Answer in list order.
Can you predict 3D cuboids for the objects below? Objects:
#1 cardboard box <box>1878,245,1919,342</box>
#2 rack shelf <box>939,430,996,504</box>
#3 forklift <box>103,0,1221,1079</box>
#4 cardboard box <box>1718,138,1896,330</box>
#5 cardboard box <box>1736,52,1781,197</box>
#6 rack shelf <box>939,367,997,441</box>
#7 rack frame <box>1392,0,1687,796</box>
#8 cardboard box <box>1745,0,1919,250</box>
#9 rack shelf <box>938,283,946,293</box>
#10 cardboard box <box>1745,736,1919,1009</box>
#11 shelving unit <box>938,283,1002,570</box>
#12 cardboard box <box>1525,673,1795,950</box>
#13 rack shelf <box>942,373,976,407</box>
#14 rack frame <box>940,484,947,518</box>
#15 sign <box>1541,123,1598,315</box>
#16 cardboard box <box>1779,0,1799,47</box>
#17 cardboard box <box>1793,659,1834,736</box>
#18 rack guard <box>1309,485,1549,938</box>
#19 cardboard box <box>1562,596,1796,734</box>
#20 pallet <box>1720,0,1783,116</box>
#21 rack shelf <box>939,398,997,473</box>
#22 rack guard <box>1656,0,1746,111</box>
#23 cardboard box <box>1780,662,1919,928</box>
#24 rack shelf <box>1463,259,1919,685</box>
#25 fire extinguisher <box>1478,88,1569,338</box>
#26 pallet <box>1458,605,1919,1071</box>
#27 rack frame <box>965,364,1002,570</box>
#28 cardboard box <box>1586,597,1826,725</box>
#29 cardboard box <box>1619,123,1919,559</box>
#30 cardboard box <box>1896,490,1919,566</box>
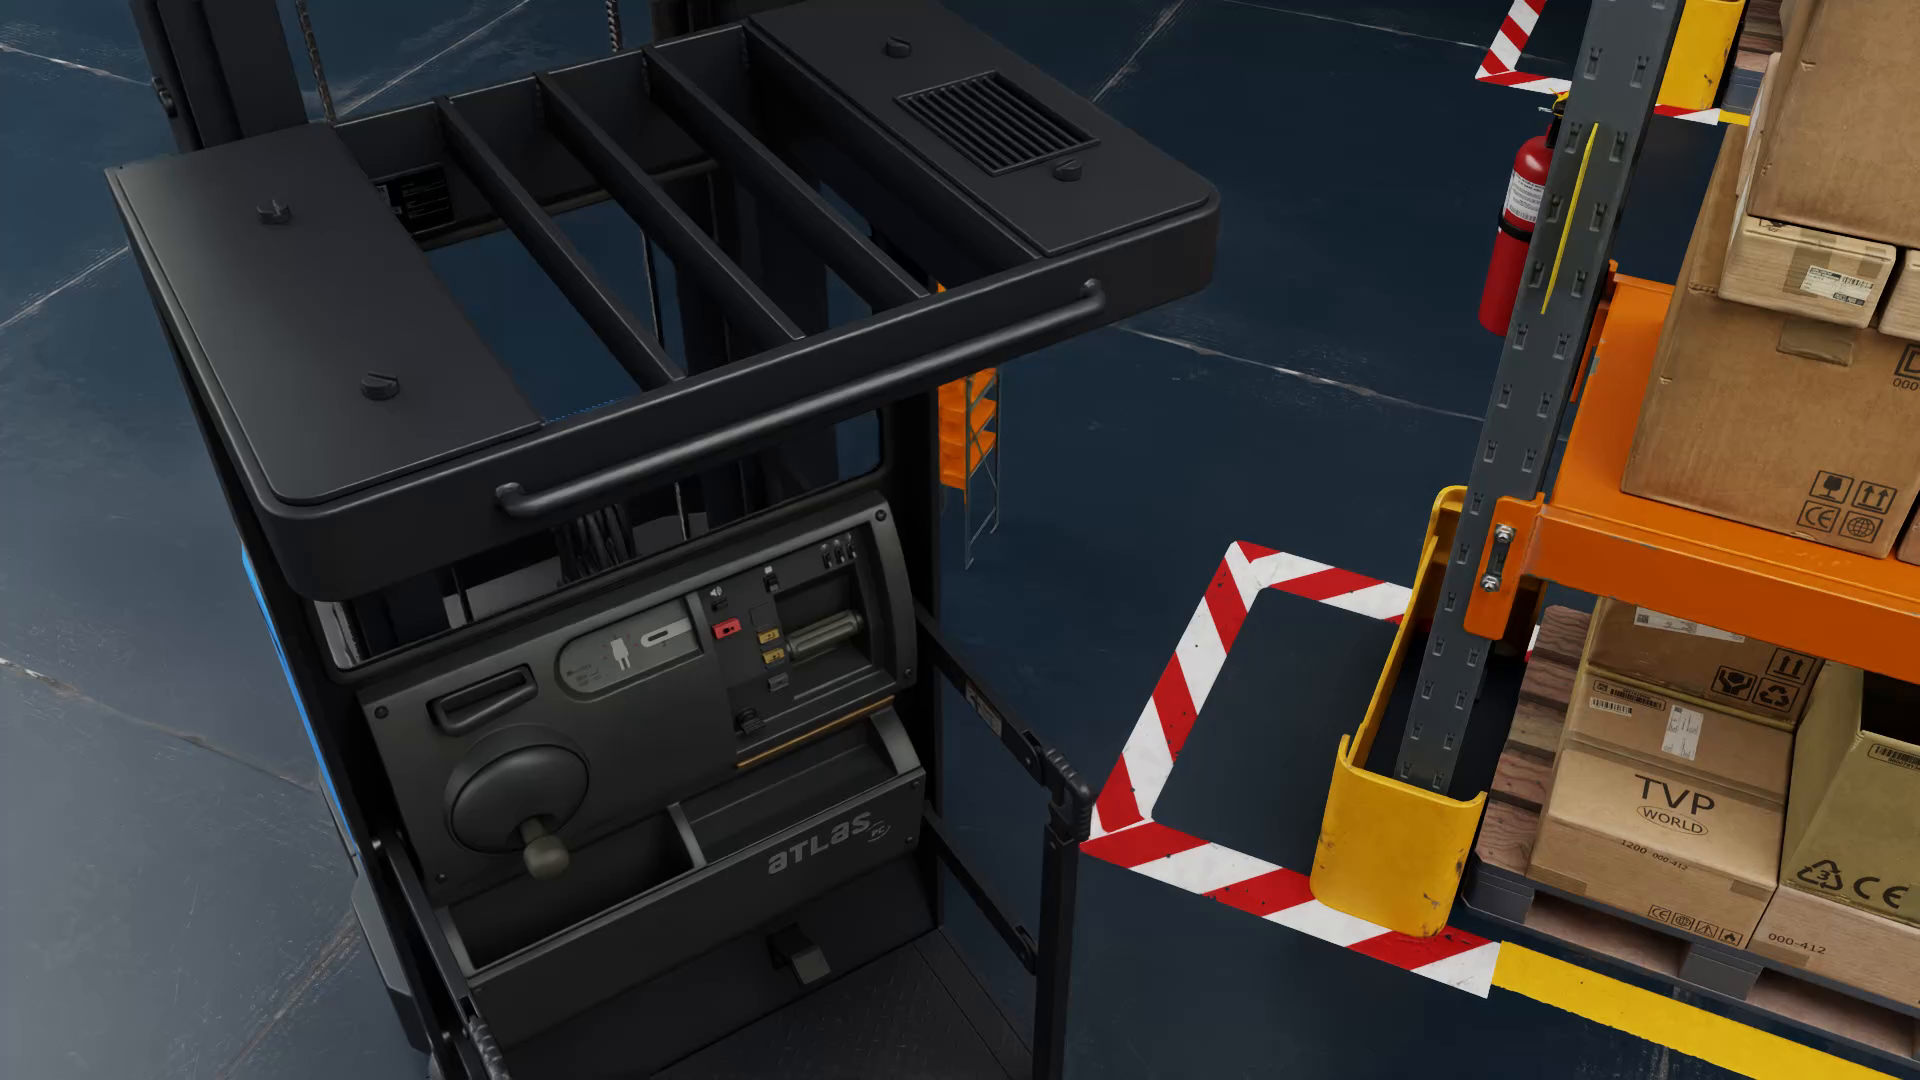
[{"bbox_3d":[1.797,-0.497,2.961,0.250,0.149,0.380,16,43,18],"label":"cardboard box"},{"bbox_3d":[-0.013,-0.242,5.048,0.180,0.103,0.258,17,44,19],"label":"rack shelf"},{"bbox_3d":[-0.385,0.321,2.642,1.130,2.935,3.031,-22,46,-24],"label":"forklift"},{"bbox_3d":[1.557,-0.568,3.044,0.250,0.149,0.380,17,44,18],"label":"cardboard box"},{"bbox_3d":[1.719,-0.812,3.325,0.250,0.149,0.380,16,44,18],"label":"cardboard box"},{"bbox_3d":[-0.013,-0.424,4.891,0.180,0.103,0.258,17,44,19],"label":"rack shelf"},{"bbox_3d":[1.292,-0.522,3.562,0.127,3.000,1.000,17,44,19],"label":"rack frame"},{"bbox_3d":[1.758,-0.898,2.929,0.500,0.500,0.700,17,44,19],"label":"cardboard box"},{"bbox_3d":[-0.013,-0.696,4.655,0.180,0.103,0.258,17,44,19],"label":"rack shelf"},{"bbox_3d":[2.139,0.776,3.844,0.500,0.250,0.500,17,44,19],"label":"cardboard box"},{"bbox_3d":[-0.013,-0.457,4.862,0.189,1.200,0.258,17,44,19],"label":"shelving unit"},{"bbox_3d":[1.684,0.639,4.001,0.500,0.250,0.500,17,44,19],"label":"cardboard box"},{"bbox_3d":[-0.013,-0.514,4.812,0.180,0.103,0.258,17,44,19],"label":"rack shelf"},{"bbox_3d":[-0.096,-0.483,4.891,0.006,1.200,0.240,17,44,19],"label":"rack frame"},{"bbox_3d":[1.052,-0.551,2.874,0.005,0.325,0.100,17,44,19],"label":"sign"},{"bbox_3d":[3.973,-2.368,7.409,0.500,0.311,0.500,12,42,14],"label":"cardboard box"},{"bbox_3d":[2.362,0.463,4.204,0.500,0.250,0.500,17,44,19],"label":"cardboard box"},{"bbox_3d":[1.271,0.416,4.388,0.348,0.500,1.175,17,44,19],"label":"rack guard"},{"bbox_3d":[1.903,0.332,4.356,0.500,0.250,0.500,17,44,19],"label":"cardboard box"},{"bbox_3d":[4.174,-2.142,7.560,1.213,0.211,1.003,17,44,19],"label":"pallet"},{"bbox_3d":[-0.013,-0.333,4.969,0.180,0.103,0.258,17,44,19],"label":"rack shelf"},{"bbox_3d":[3.452,-2.497,7.749,0.348,0.500,1.175,17,44,19],"label":"rack guard"},{"bbox_3d":[2.138,0.493,3.597,0.500,0.500,0.500,17,44,19],"label":"cardboard box"},{"bbox_3d":[3.105,0.304,3.158,4.000,0.370,1.077,17,44,19],"label":"rack shelf"},{"bbox_3d":[1.382,-0.801,3.943,0.183,0.674,0.296,17,44,19],"label":"fire extinguisher"},{"bbox_3d":[2.003,0.719,4.259,1.213,0.211,1.003,17,44,19],"label":"pallet"},{"bbox_3d":[0.070,-0.432,4.832,0.006,1.200,0.240,17,44,19],"label":"rack frame"},{"bbox_3d":[1.904,0.047,4.111,0.500,0.500,0.500,17,44,19],"label":"cardboard box"},{"bbox_3d":[1.710,-0.423,3.371,0.500,0.500,0.700,17,44,19],"label":"cardboard box"},{"bbox_3d":[2.188,-0.280,3.206,0.500,0.500,0.700,18,44,20],"label":"cardboard box"}]
